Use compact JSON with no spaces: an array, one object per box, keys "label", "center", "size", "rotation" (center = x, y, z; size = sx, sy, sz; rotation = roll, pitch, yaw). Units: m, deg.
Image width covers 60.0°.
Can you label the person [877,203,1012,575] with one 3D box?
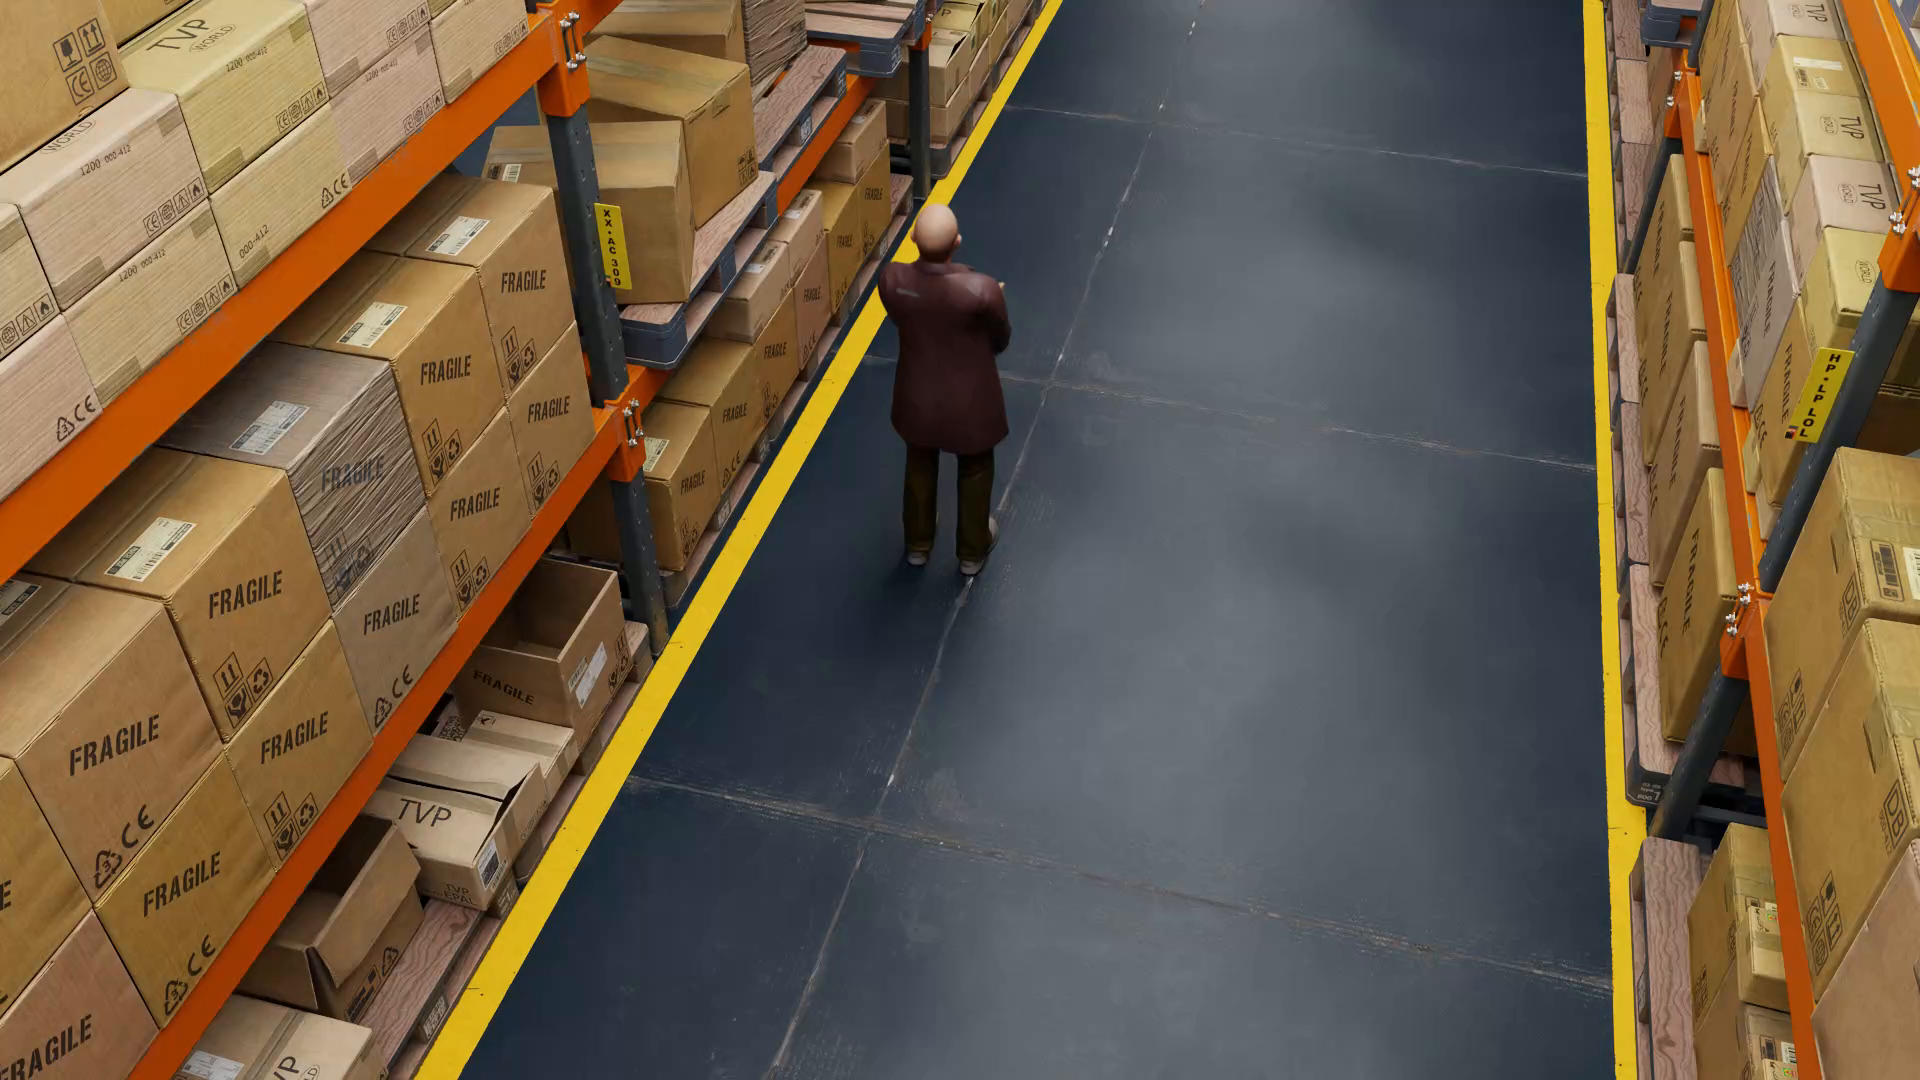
[{"label":"person","center":[-0.029,-0.688,6.980],"size":[0.529,1.772,0.561],"rotation":[11,42,12]}]
